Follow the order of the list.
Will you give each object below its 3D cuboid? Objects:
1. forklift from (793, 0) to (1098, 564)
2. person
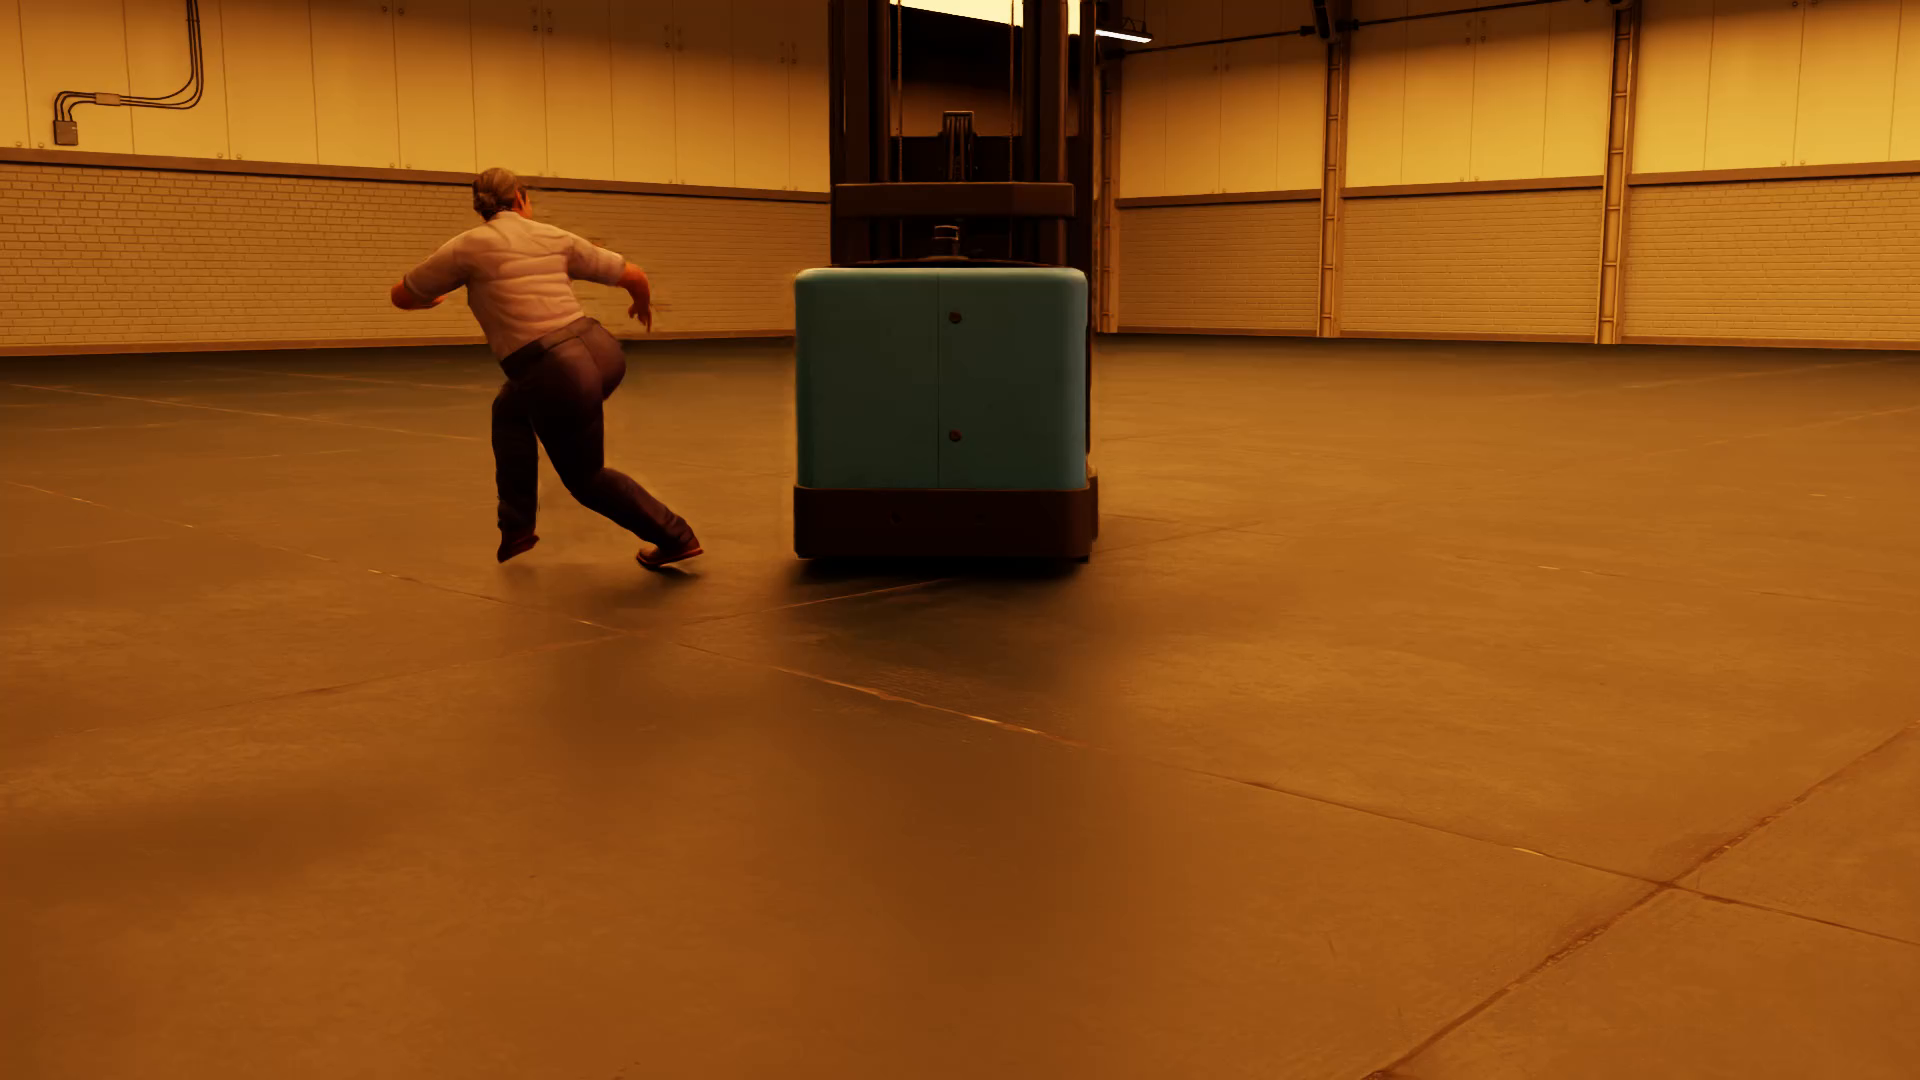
[{"bbox_3d":[0.023,-1.542,7.113,1.130,2.935,3.031,1,9,4],"label":"forklift"},{"bbox_3d":[-1.463,-0.592,5.867,0.910,1.406,0.918,6,11,37],"label":"person"}]
